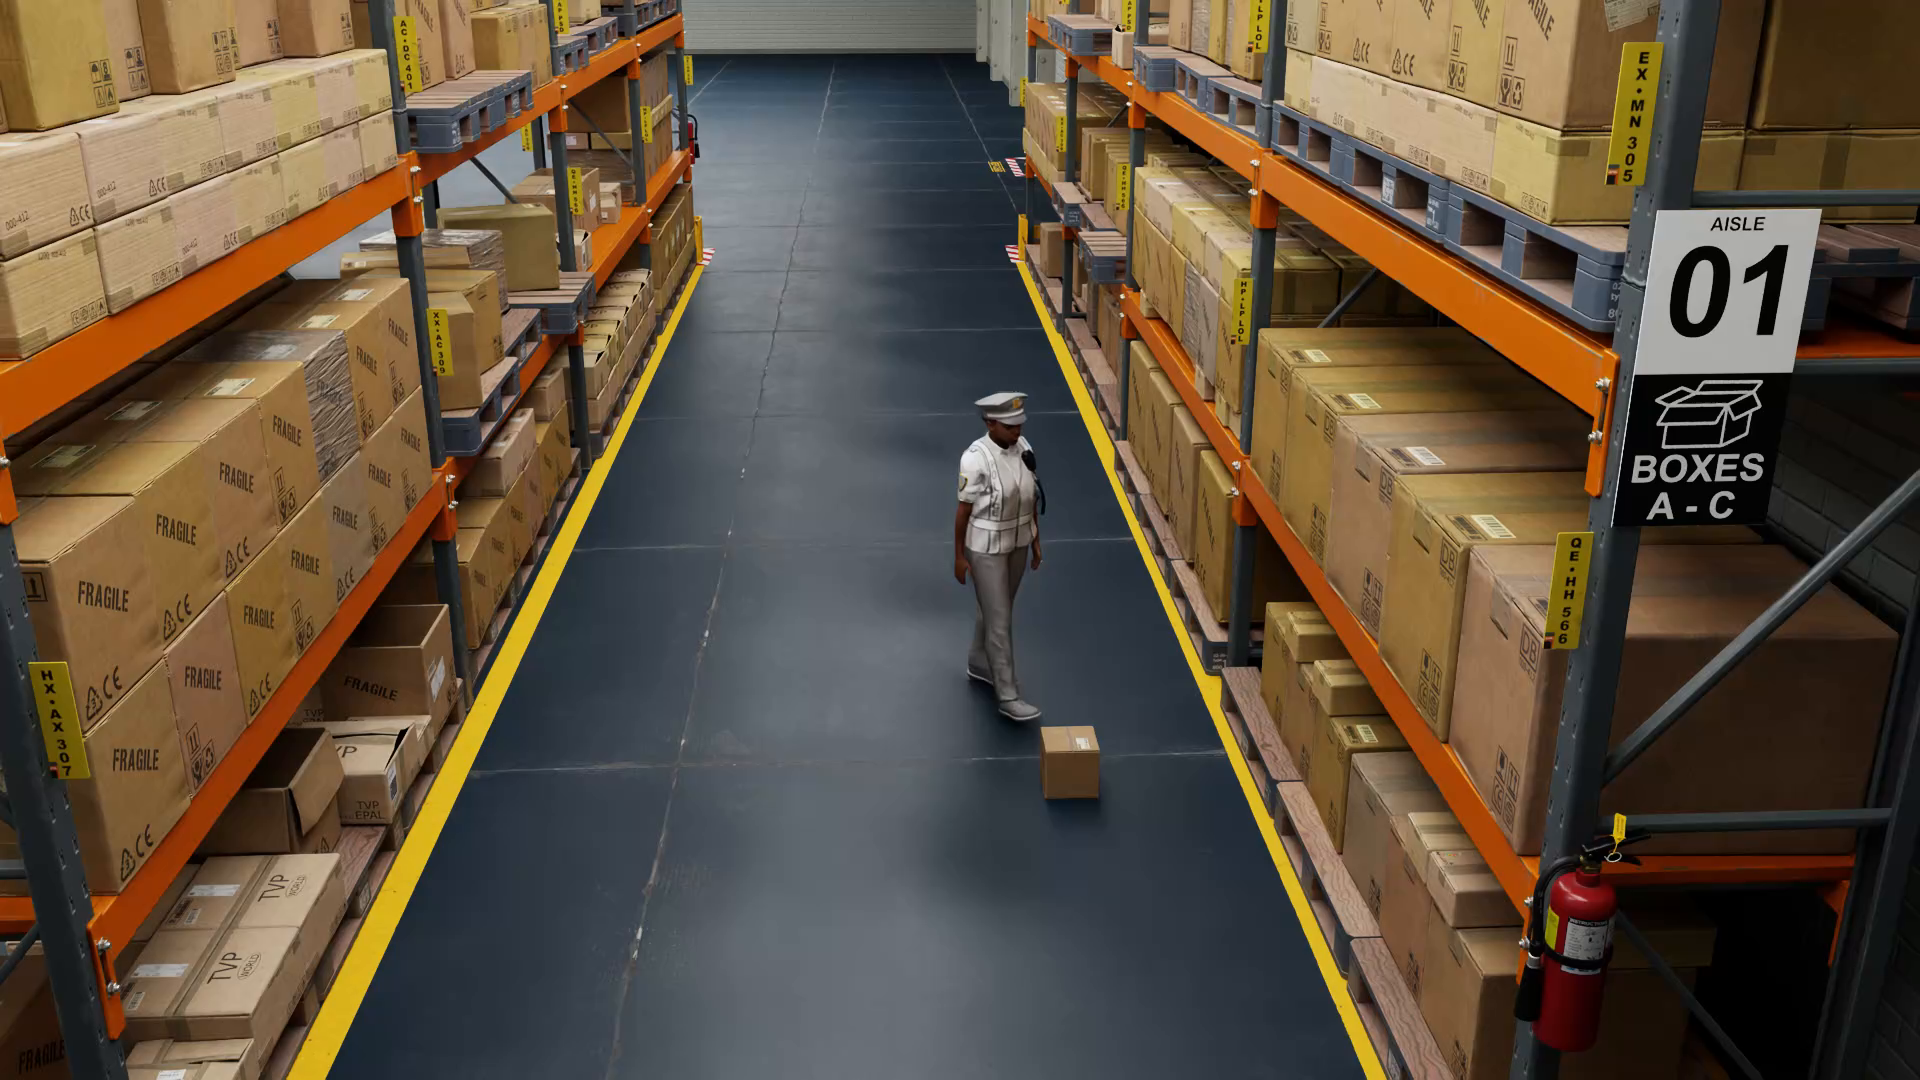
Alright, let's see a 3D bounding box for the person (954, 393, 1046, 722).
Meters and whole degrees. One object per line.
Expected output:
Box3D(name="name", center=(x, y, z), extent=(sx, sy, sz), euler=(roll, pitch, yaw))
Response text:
Box3D(name="person", center=(0.266, 0.057, 8.394), extent=(0.471, 1.654, 0.711), euler=(-18, 27, -40))
